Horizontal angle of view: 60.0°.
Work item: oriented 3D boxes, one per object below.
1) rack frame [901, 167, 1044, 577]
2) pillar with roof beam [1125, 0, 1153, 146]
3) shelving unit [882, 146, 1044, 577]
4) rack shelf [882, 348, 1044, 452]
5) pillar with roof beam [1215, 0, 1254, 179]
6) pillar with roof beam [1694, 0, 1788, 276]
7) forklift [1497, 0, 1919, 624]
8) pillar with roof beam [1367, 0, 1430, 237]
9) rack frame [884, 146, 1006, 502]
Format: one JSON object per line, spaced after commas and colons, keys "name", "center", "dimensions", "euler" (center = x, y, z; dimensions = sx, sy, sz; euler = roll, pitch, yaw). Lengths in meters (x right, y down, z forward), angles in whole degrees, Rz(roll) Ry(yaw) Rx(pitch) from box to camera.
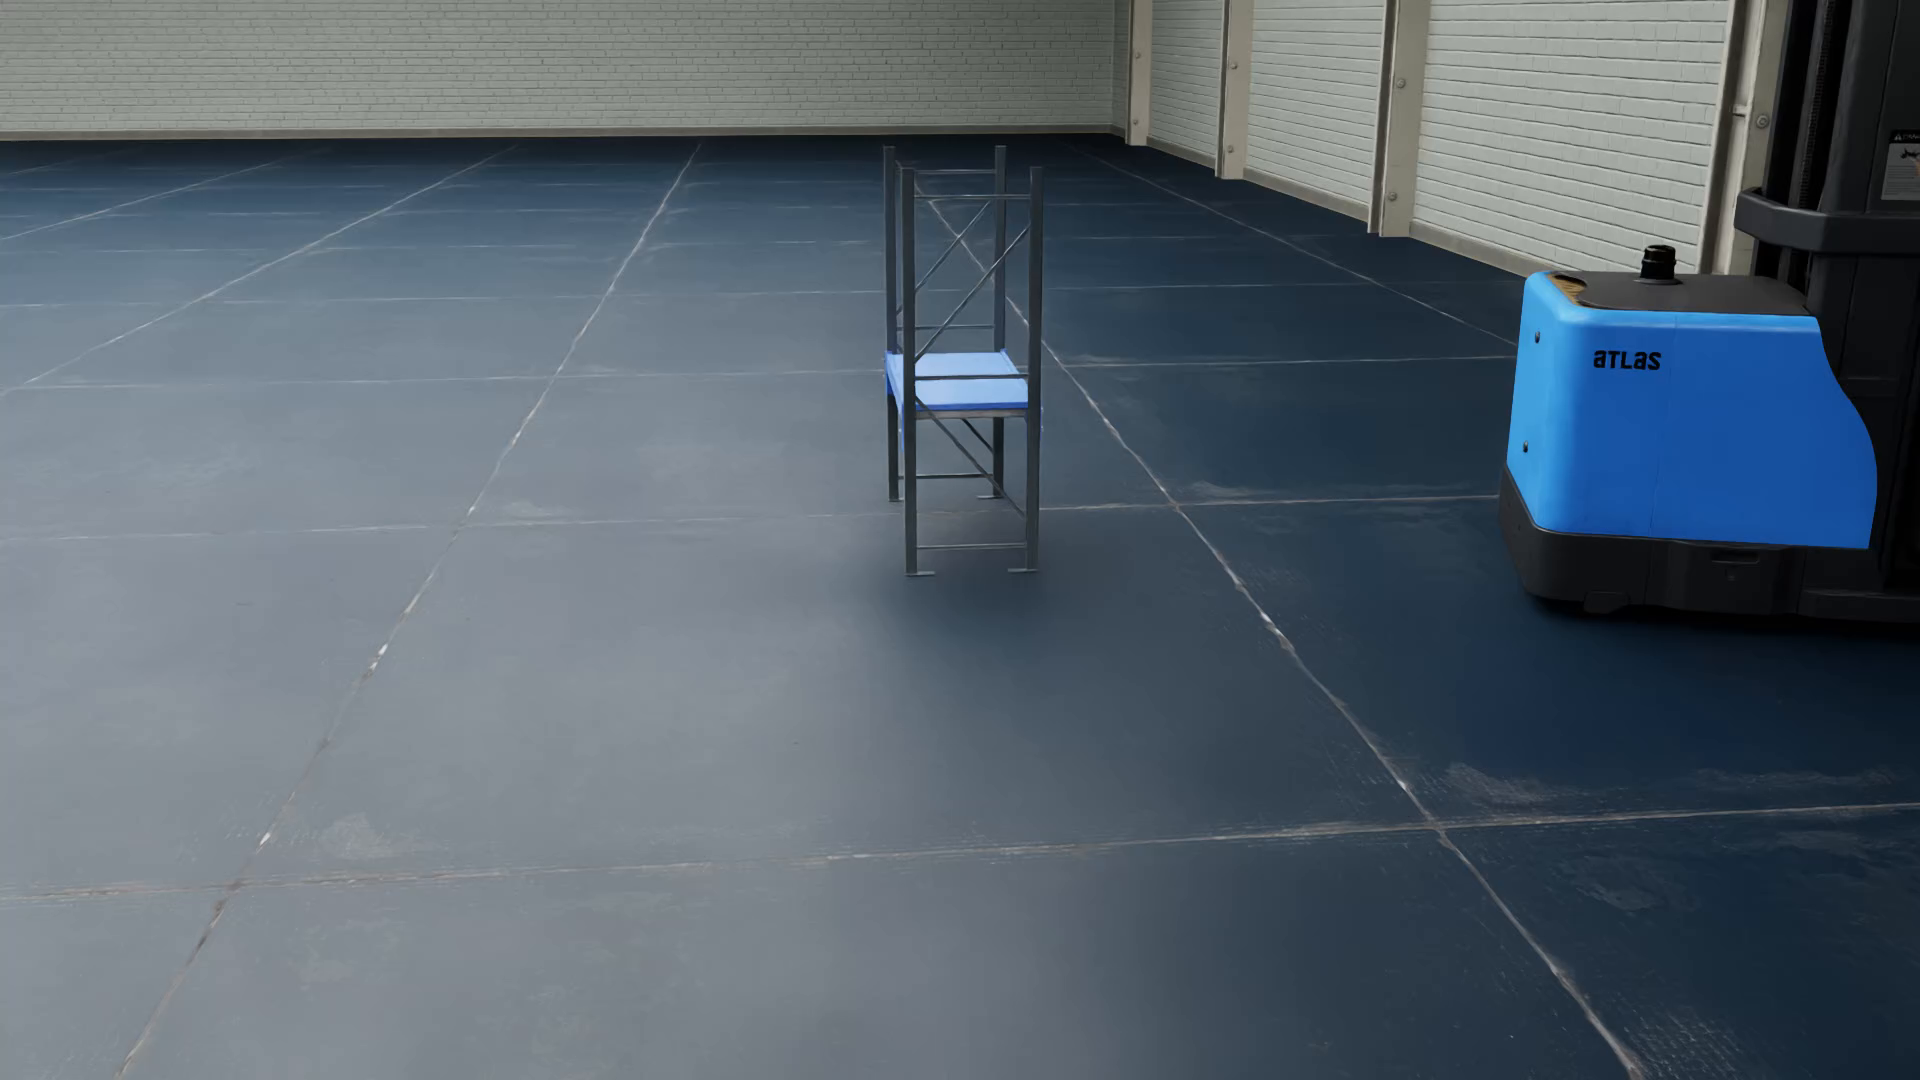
{"name": "rack frame", "center": [0.044, -0.590, 6.051], "dimensions": [0.500, 1.500, 0.032], "euler": [-2, 18, -6]}
{"name": "pillar with roof beam", "center": [-1.359, -10.696, 25.723], "dimensions": [9.100, 9.000, 0.400], "euler": [-2, 18, -6]}
{"name": "shelving unit", "center": [-0.009, -0.741, 6.533], "dimensions": [0.538, 1.500, 1.048], "euler": [-2, 18, -6]}
{"name": "rack shelf", "center": [-0.009, -0.569, 6.587], "dimensions": [0.538, 0.185, 1.000], "euler": [-2, 18, -6]}
{"name": "pillar with roof beam", "center": [-0.741, -8.908, 20.029], "dimensions": [9.100, 9.000, 0.400], "euler": [-2, 18, -6]}
{"name": "pillar with roof beam", "center": [0.497, -5.333, 8.641], "dimensions": [9.100, 9.000, 0.400], "euler": [-2, 18, -6]}
{"name": "forklift", "center": [3.567, -1.196, 5.594], "dimensions": [3.031, 2.935, 1.130], "euler": [3, 18, 10]}
{"name": "pillar with roof beam", "center": [-0.122, -7.121, 14.335], "dimensions": [9.100, 9.000, 0.400], "euler": [-2, 18, -6]}
{"name": "rack frame", "center": [-0.061, -0.892, 7.016], "dimensions": [0.500, 1.500, 0.032], "euler": [-2, 18, -6]}
